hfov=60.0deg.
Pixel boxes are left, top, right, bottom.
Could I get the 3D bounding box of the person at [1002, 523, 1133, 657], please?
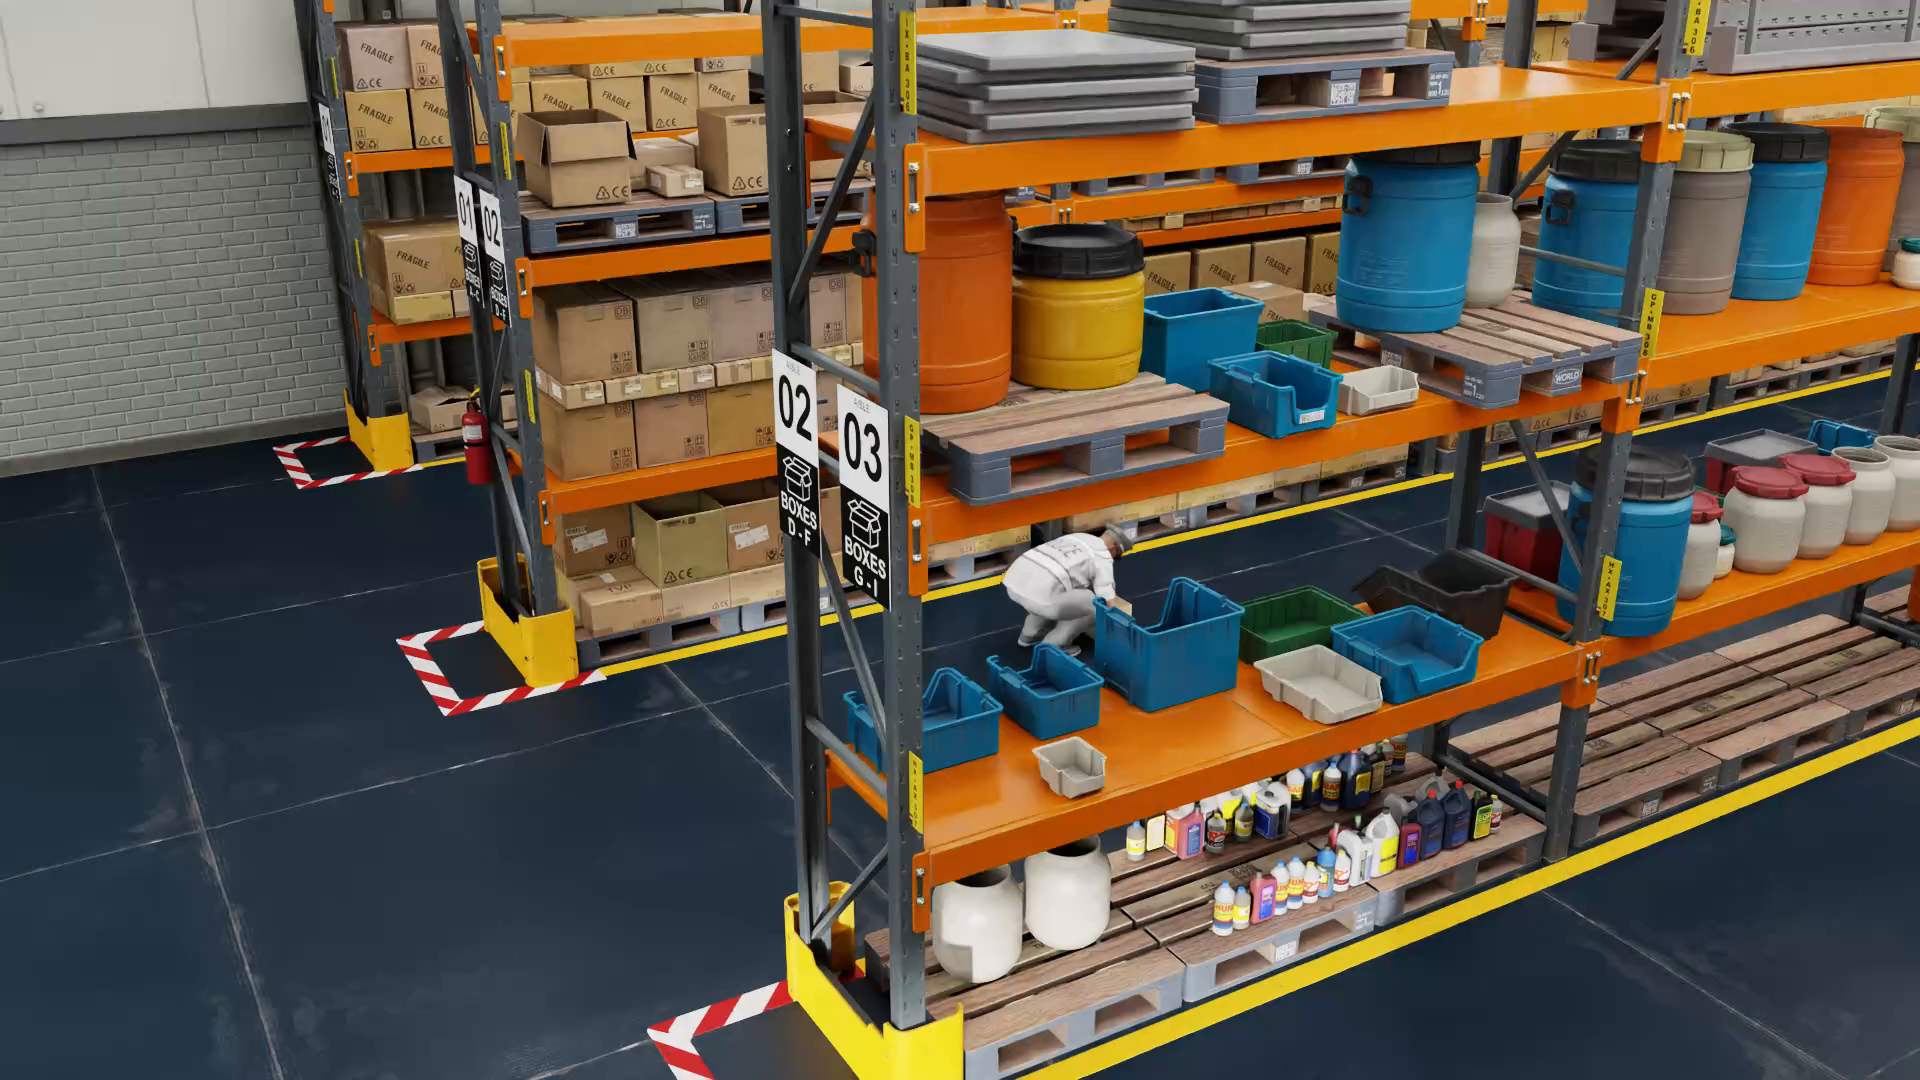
[{"bbox_3d":[0.771,0.362,11.487,1.019,0.818,0.527,-13,25,-30],"label":"person"}]
